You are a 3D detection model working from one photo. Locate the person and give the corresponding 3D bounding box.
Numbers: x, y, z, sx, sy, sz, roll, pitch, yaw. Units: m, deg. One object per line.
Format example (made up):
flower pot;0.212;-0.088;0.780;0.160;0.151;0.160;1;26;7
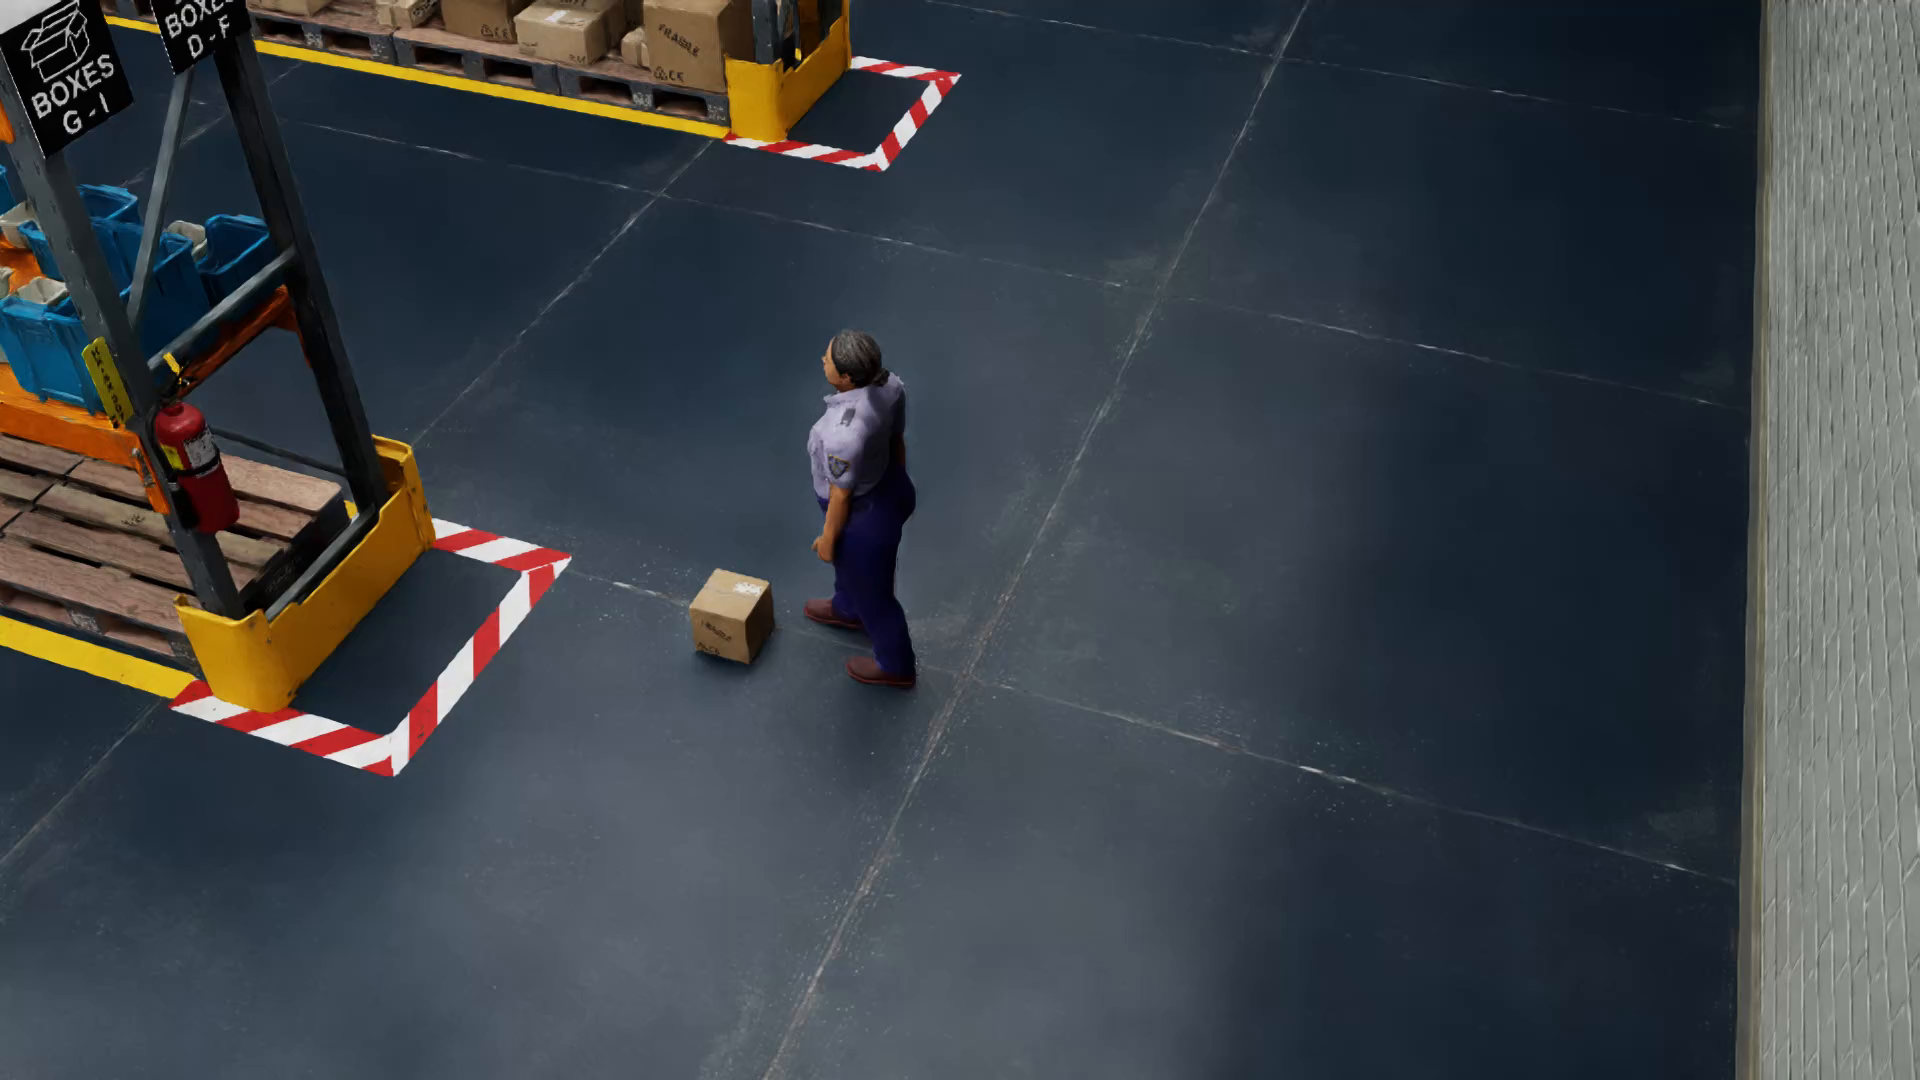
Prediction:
person;-0.440;-0.134;6.314;0.586;1.641;0.509;12;43;13
